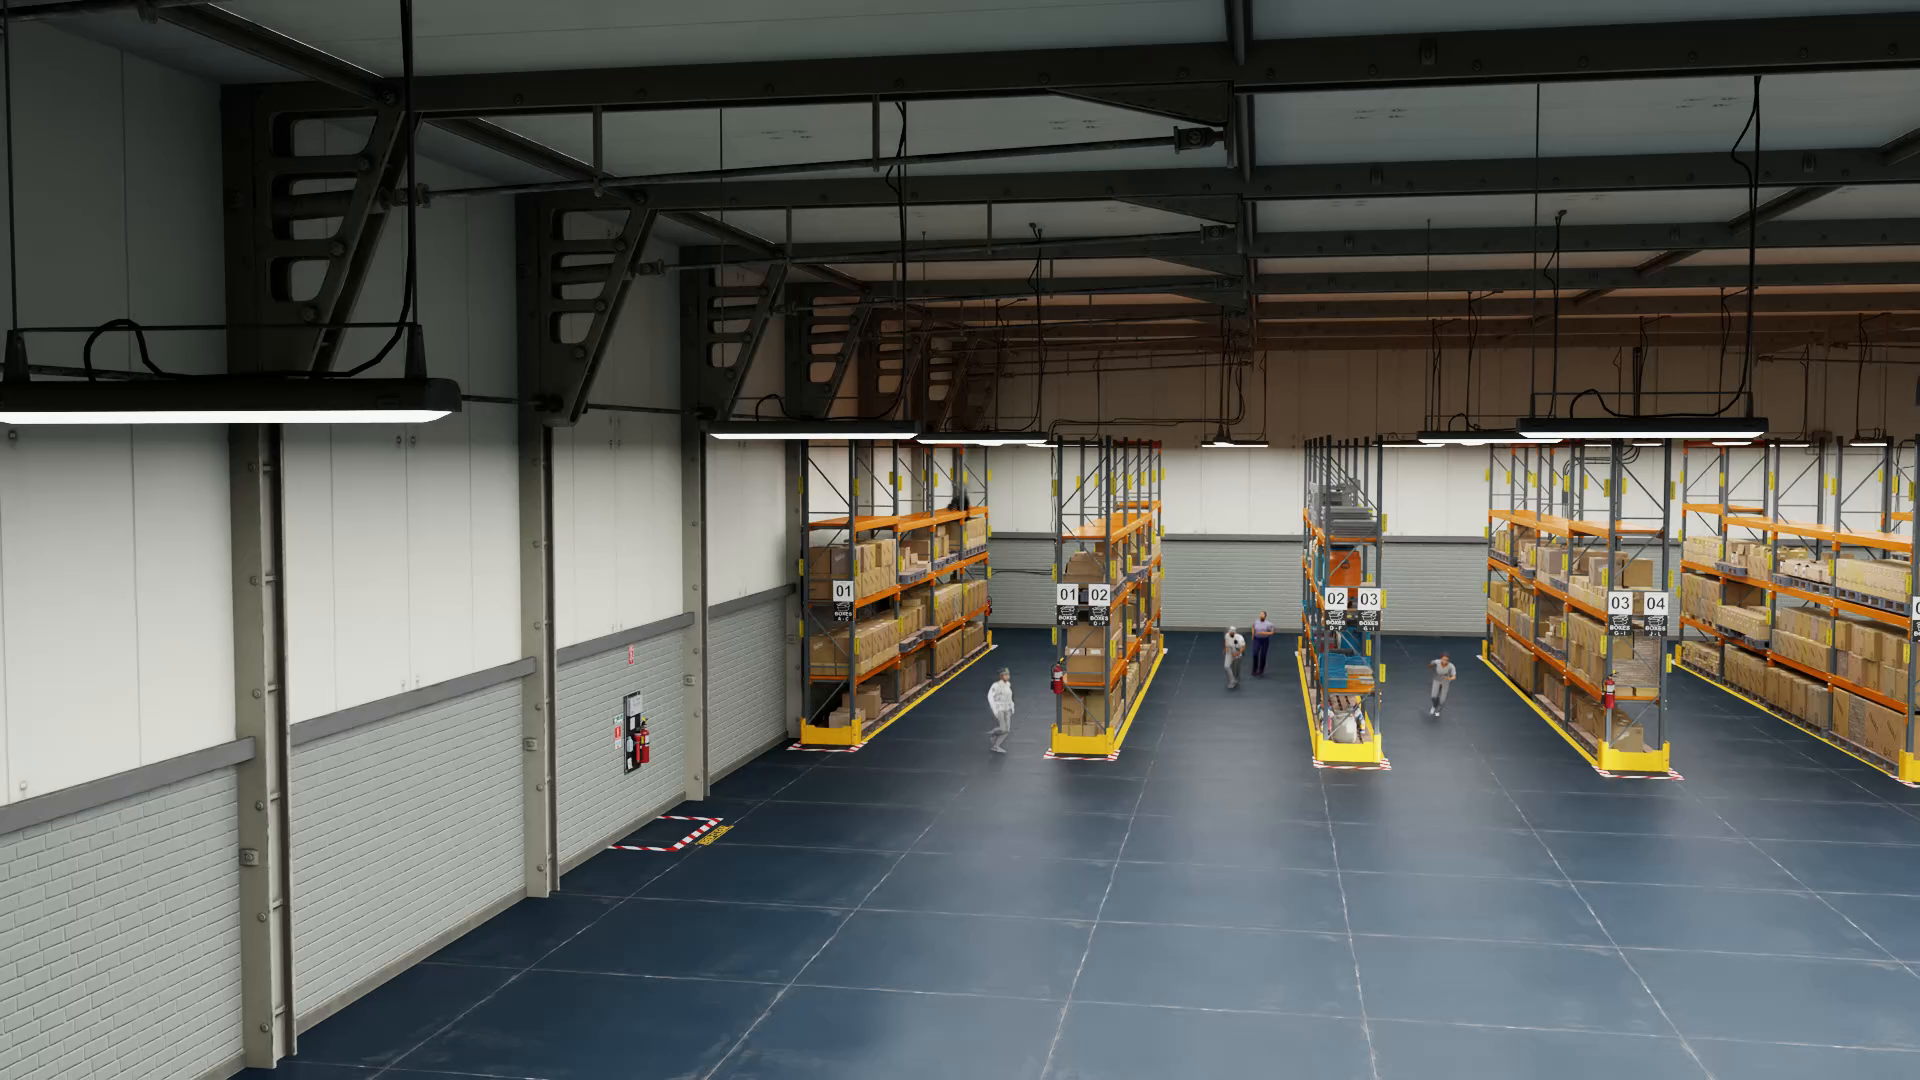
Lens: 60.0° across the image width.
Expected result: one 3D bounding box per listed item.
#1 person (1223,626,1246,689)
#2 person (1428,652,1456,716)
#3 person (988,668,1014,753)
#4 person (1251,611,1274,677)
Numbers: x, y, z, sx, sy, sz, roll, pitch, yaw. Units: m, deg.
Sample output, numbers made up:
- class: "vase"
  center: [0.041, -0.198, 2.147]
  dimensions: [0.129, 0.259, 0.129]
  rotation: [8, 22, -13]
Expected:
- class: "person"
  center: [6.648, 2.788, 40.165]
  dimensions: [0.609, 1.521, 1.068]
  rotation: [1, 3, 23]
- class: "person"
  center: [10.253, 3.077, 35.384]
  dimensions: [0.562, 1.441, 0.948]
  rotation: [1, 3, 15]
- class: "person"
  center: [0.757, 3.211, 31.499]
  dimensions: [0.626, 1.625, 0.519]
  rotation: [-3, 4, -41]
- class: "person"
  center: [7.685, 2.638, 42.221]
  dimensions: [0.566, 1.693, 0.675]
  rotation: [1, 3, 14]
